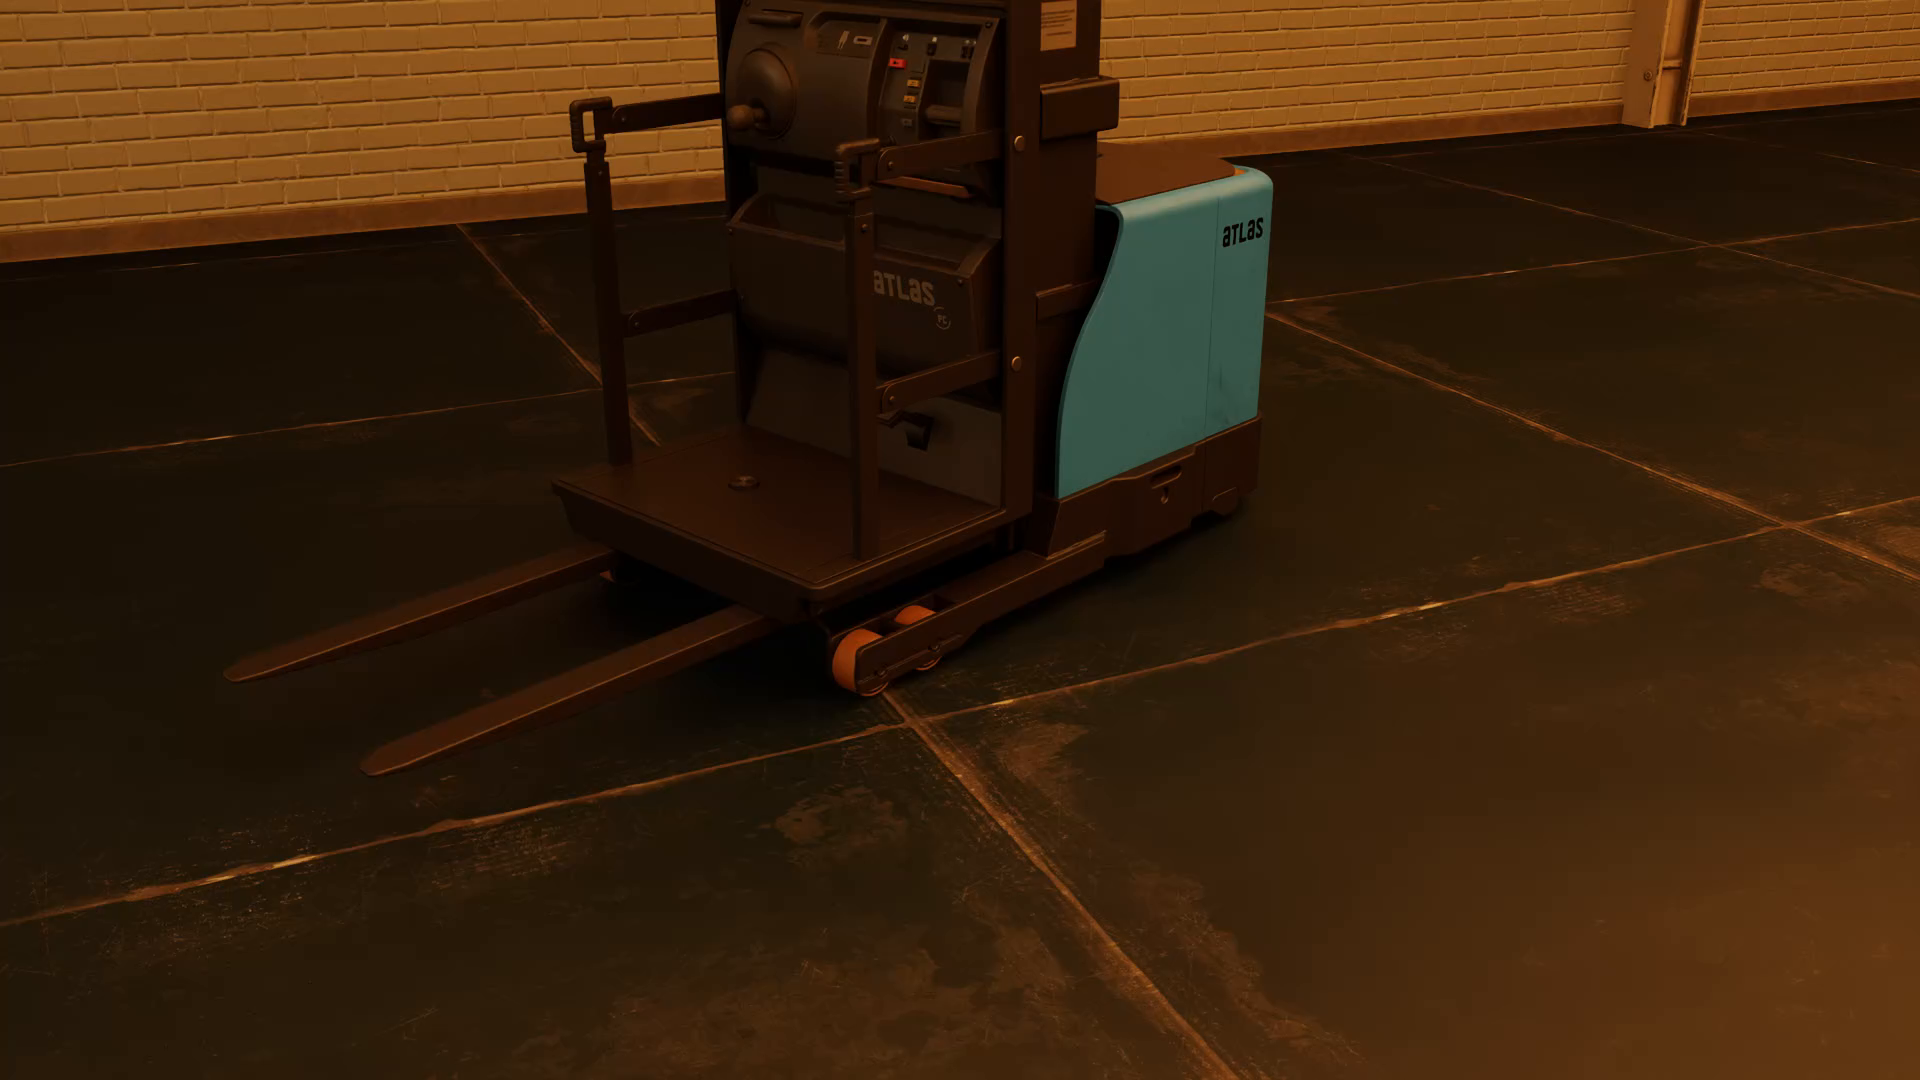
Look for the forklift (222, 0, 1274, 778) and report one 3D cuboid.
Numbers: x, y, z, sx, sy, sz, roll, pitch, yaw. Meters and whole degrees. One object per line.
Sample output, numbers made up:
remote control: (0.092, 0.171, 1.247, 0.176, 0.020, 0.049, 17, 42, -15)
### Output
forklift: (-0.413, -1.182, 4.131, 1.130, 2.935, 3.031, 19, 29, 39)
